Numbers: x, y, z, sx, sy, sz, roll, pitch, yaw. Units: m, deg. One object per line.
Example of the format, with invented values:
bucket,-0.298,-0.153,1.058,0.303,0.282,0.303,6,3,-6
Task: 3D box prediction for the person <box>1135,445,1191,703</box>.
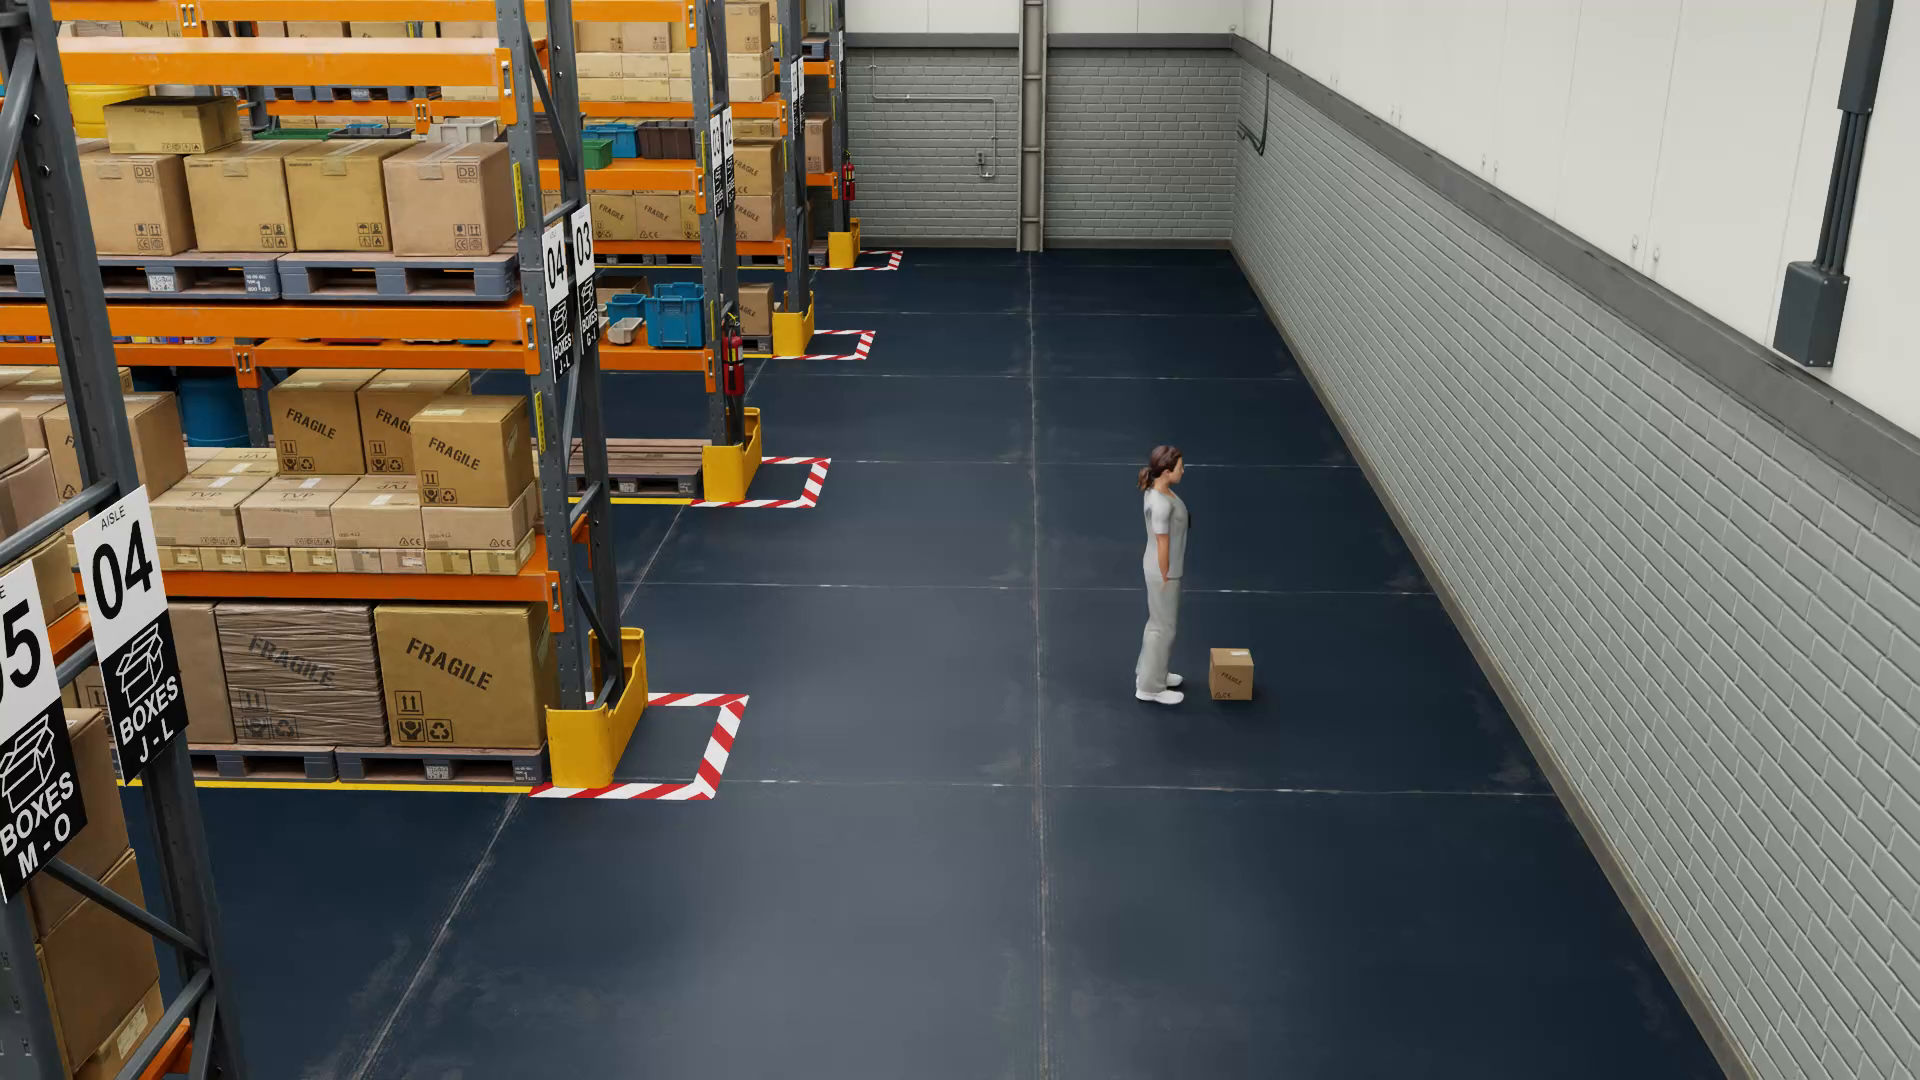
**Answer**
person,1.277,0.201,10.570,0.363,1.676,0.438,1,21,3
